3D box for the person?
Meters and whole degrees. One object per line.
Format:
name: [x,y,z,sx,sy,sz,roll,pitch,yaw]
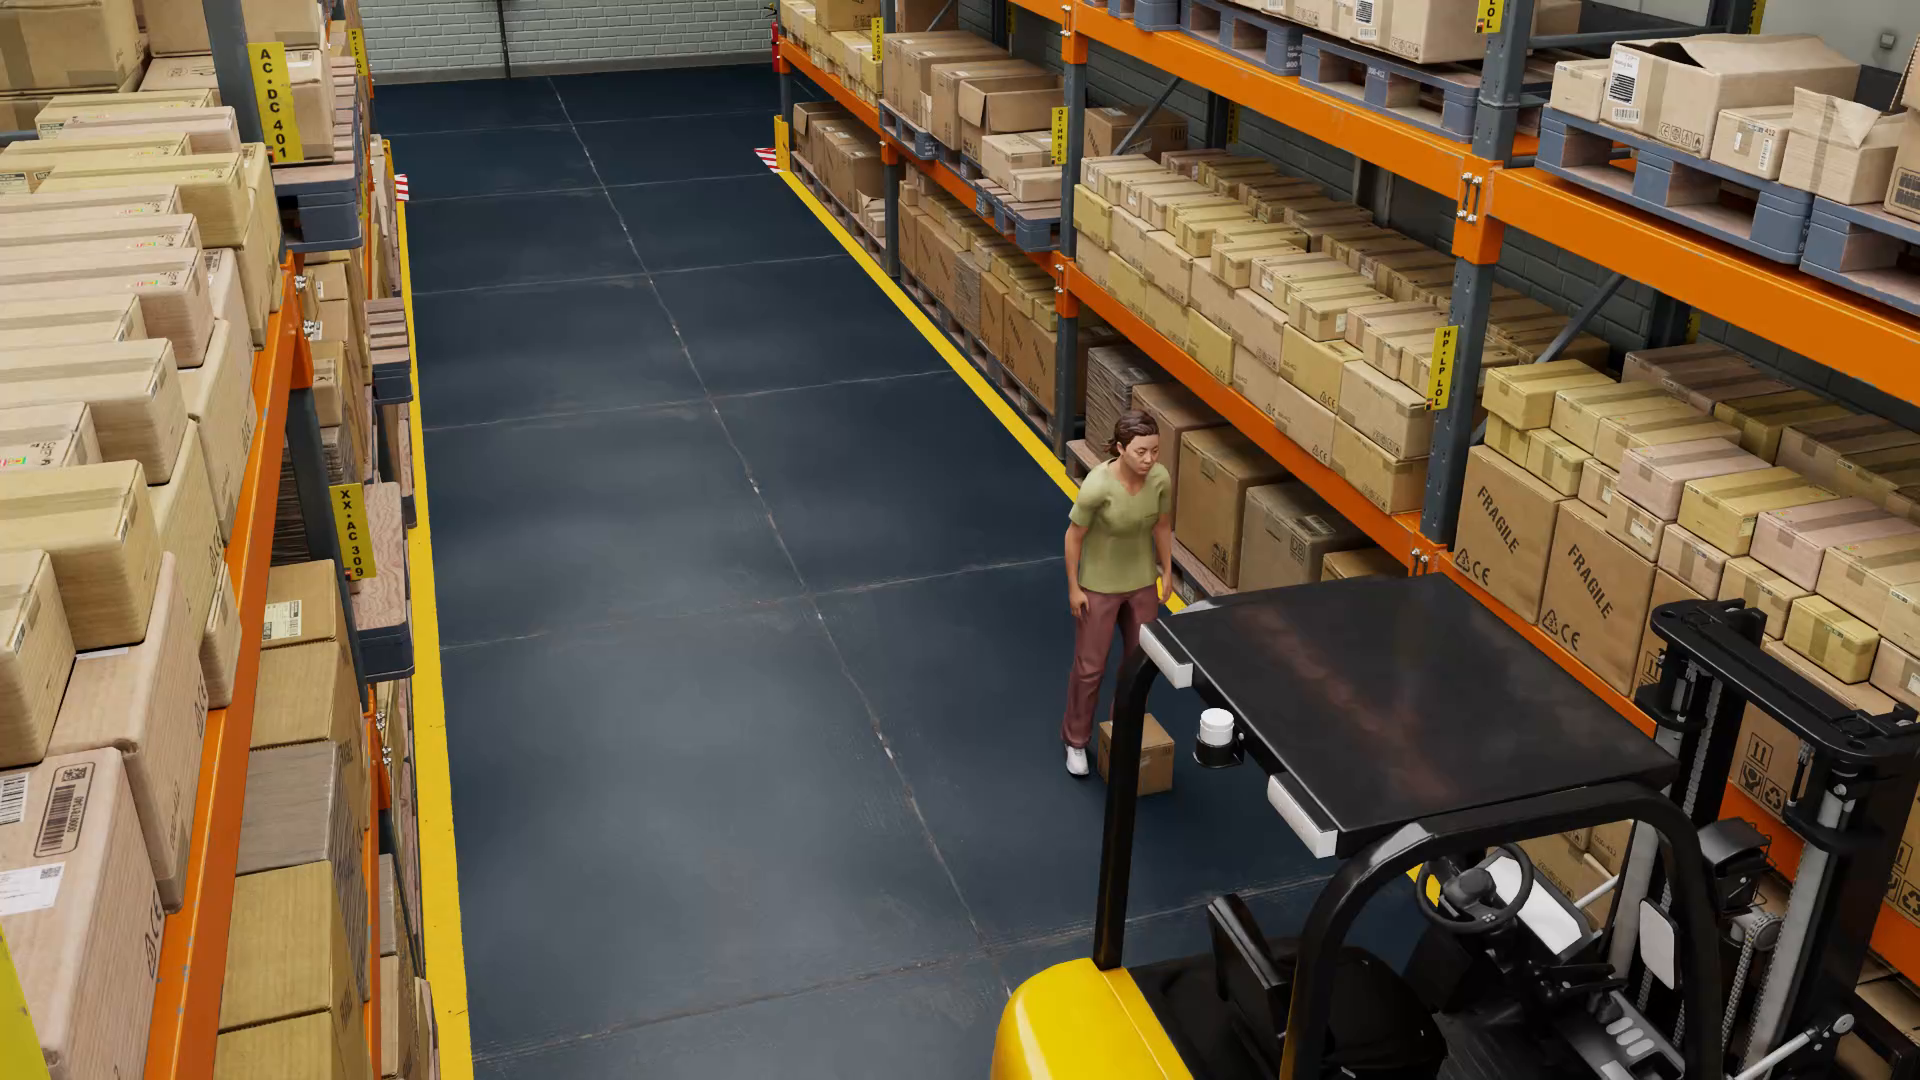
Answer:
person: [0.693,0.209,7.196,0.520,1.673,0.357,-10,28,-19]
